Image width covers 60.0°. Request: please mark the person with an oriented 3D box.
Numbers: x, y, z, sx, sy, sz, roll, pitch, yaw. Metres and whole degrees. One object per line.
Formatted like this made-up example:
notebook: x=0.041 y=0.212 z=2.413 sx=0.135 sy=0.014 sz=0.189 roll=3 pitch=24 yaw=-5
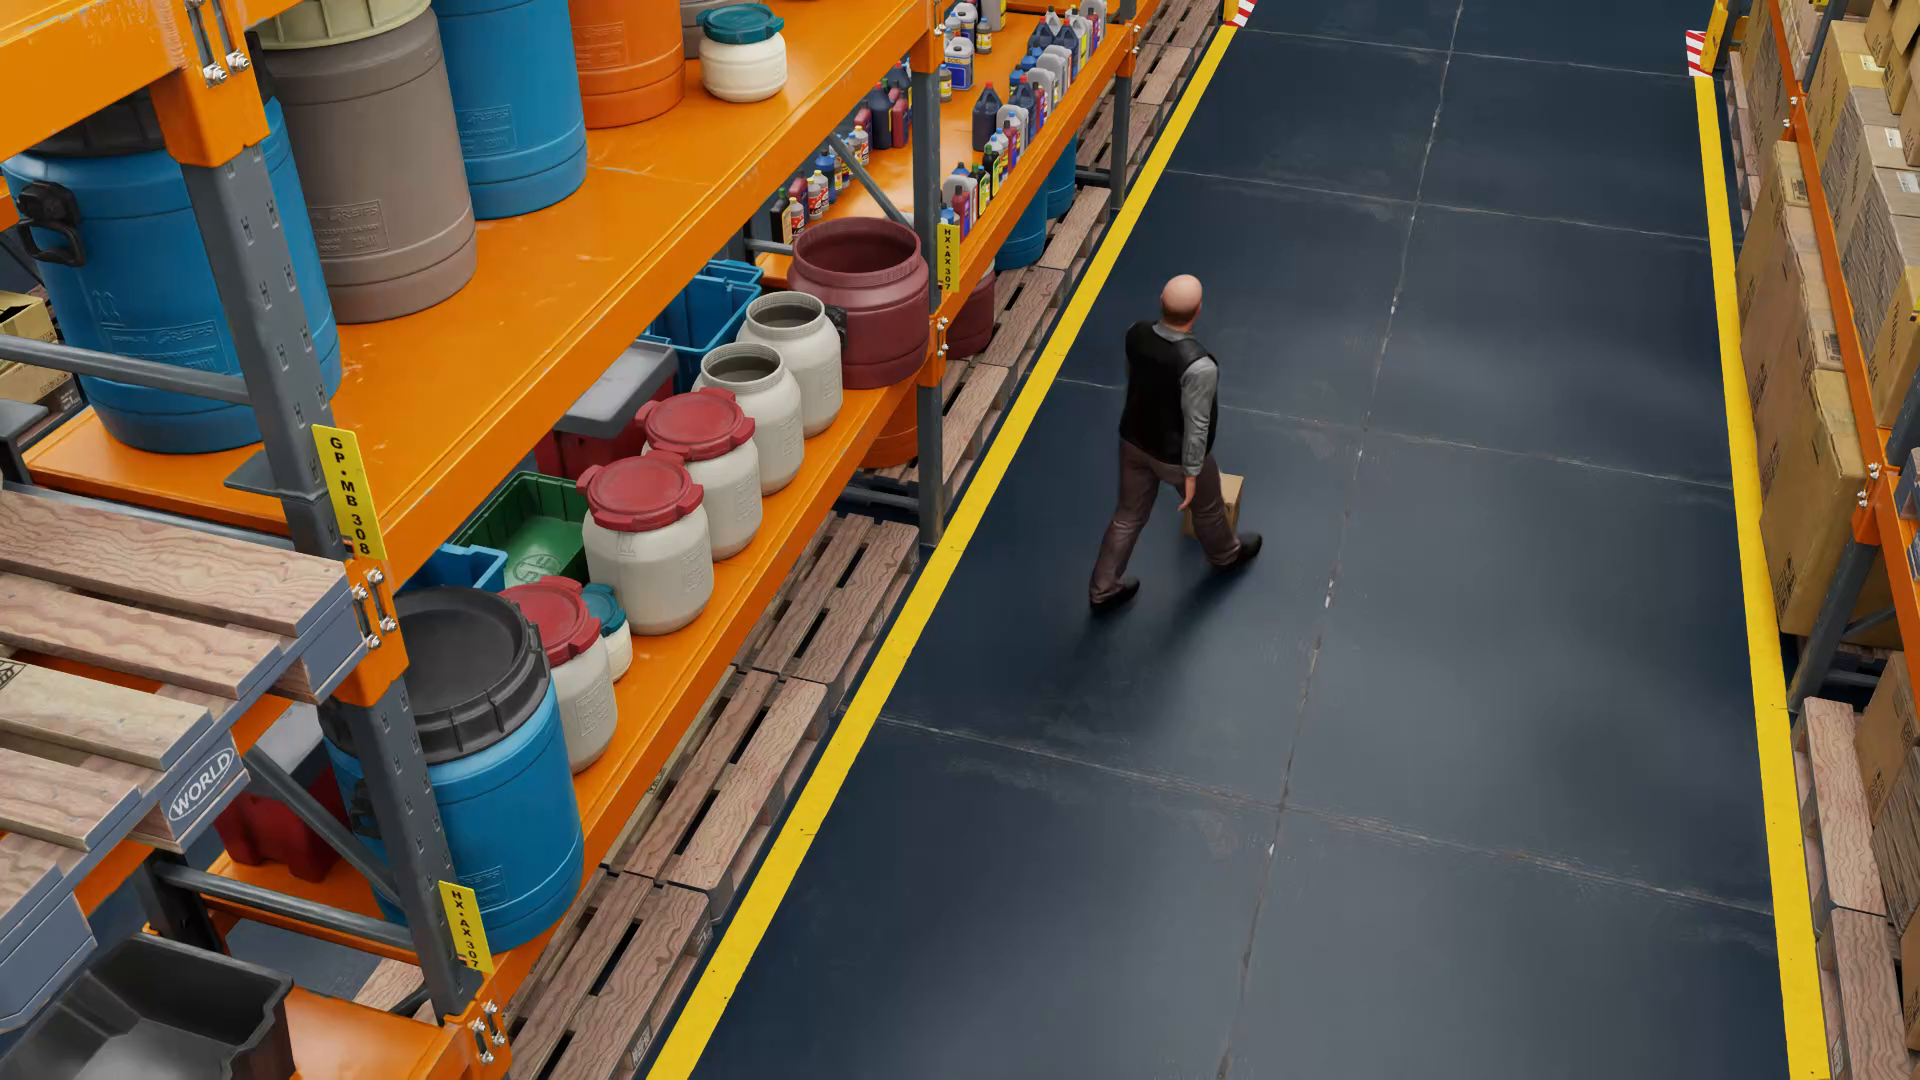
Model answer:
person: x=1.017 y=-0.490 z=7.564 sx=0.967 sy=1.671 sz=0.566 roll=-30 pitch=46 yaw=-34
